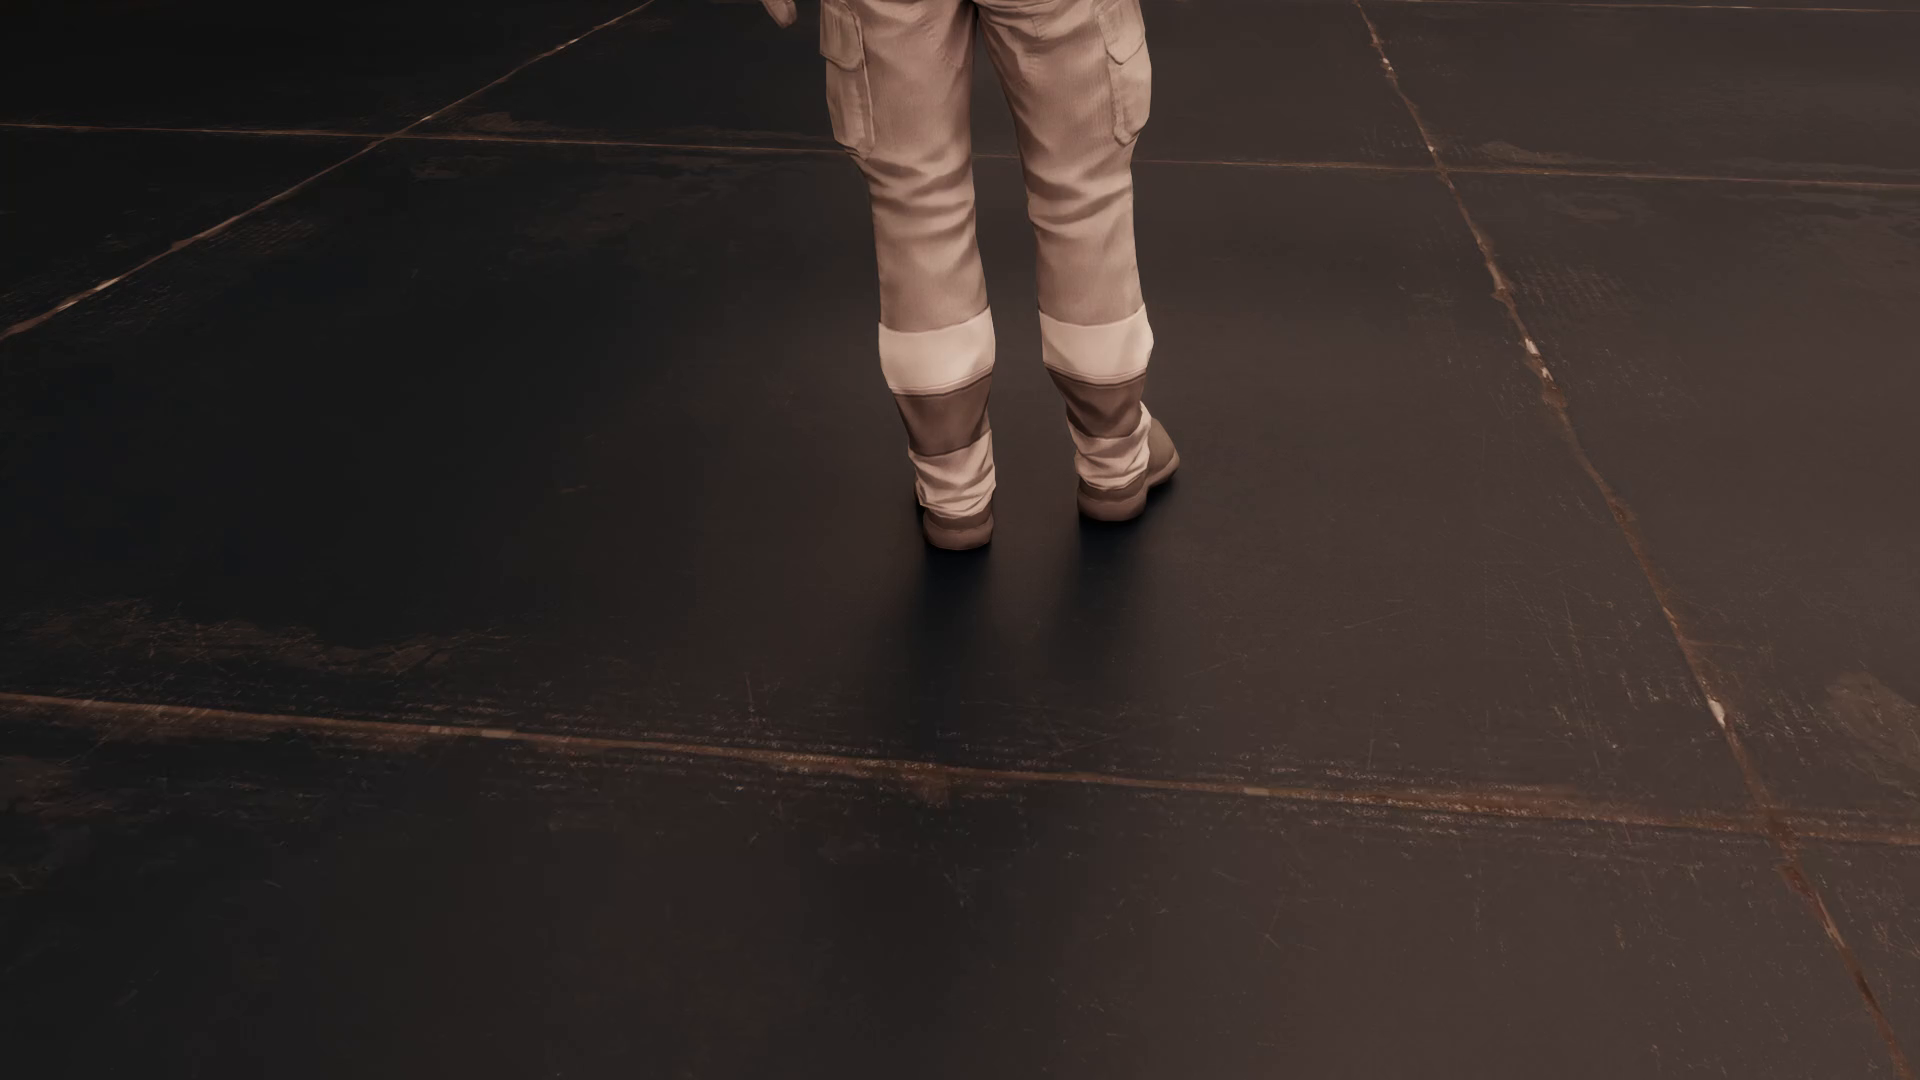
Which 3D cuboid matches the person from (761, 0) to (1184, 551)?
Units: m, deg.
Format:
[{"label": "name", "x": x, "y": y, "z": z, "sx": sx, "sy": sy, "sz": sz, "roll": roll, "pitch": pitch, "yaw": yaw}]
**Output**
[{"label": "person", "x": 0.022, "y": -0.842, "z": 2.168, "sx": 0.637, "sy": 1.790, "sz": 0.562, "roll": 3, "pitch": 27, "yaw": 7}]
